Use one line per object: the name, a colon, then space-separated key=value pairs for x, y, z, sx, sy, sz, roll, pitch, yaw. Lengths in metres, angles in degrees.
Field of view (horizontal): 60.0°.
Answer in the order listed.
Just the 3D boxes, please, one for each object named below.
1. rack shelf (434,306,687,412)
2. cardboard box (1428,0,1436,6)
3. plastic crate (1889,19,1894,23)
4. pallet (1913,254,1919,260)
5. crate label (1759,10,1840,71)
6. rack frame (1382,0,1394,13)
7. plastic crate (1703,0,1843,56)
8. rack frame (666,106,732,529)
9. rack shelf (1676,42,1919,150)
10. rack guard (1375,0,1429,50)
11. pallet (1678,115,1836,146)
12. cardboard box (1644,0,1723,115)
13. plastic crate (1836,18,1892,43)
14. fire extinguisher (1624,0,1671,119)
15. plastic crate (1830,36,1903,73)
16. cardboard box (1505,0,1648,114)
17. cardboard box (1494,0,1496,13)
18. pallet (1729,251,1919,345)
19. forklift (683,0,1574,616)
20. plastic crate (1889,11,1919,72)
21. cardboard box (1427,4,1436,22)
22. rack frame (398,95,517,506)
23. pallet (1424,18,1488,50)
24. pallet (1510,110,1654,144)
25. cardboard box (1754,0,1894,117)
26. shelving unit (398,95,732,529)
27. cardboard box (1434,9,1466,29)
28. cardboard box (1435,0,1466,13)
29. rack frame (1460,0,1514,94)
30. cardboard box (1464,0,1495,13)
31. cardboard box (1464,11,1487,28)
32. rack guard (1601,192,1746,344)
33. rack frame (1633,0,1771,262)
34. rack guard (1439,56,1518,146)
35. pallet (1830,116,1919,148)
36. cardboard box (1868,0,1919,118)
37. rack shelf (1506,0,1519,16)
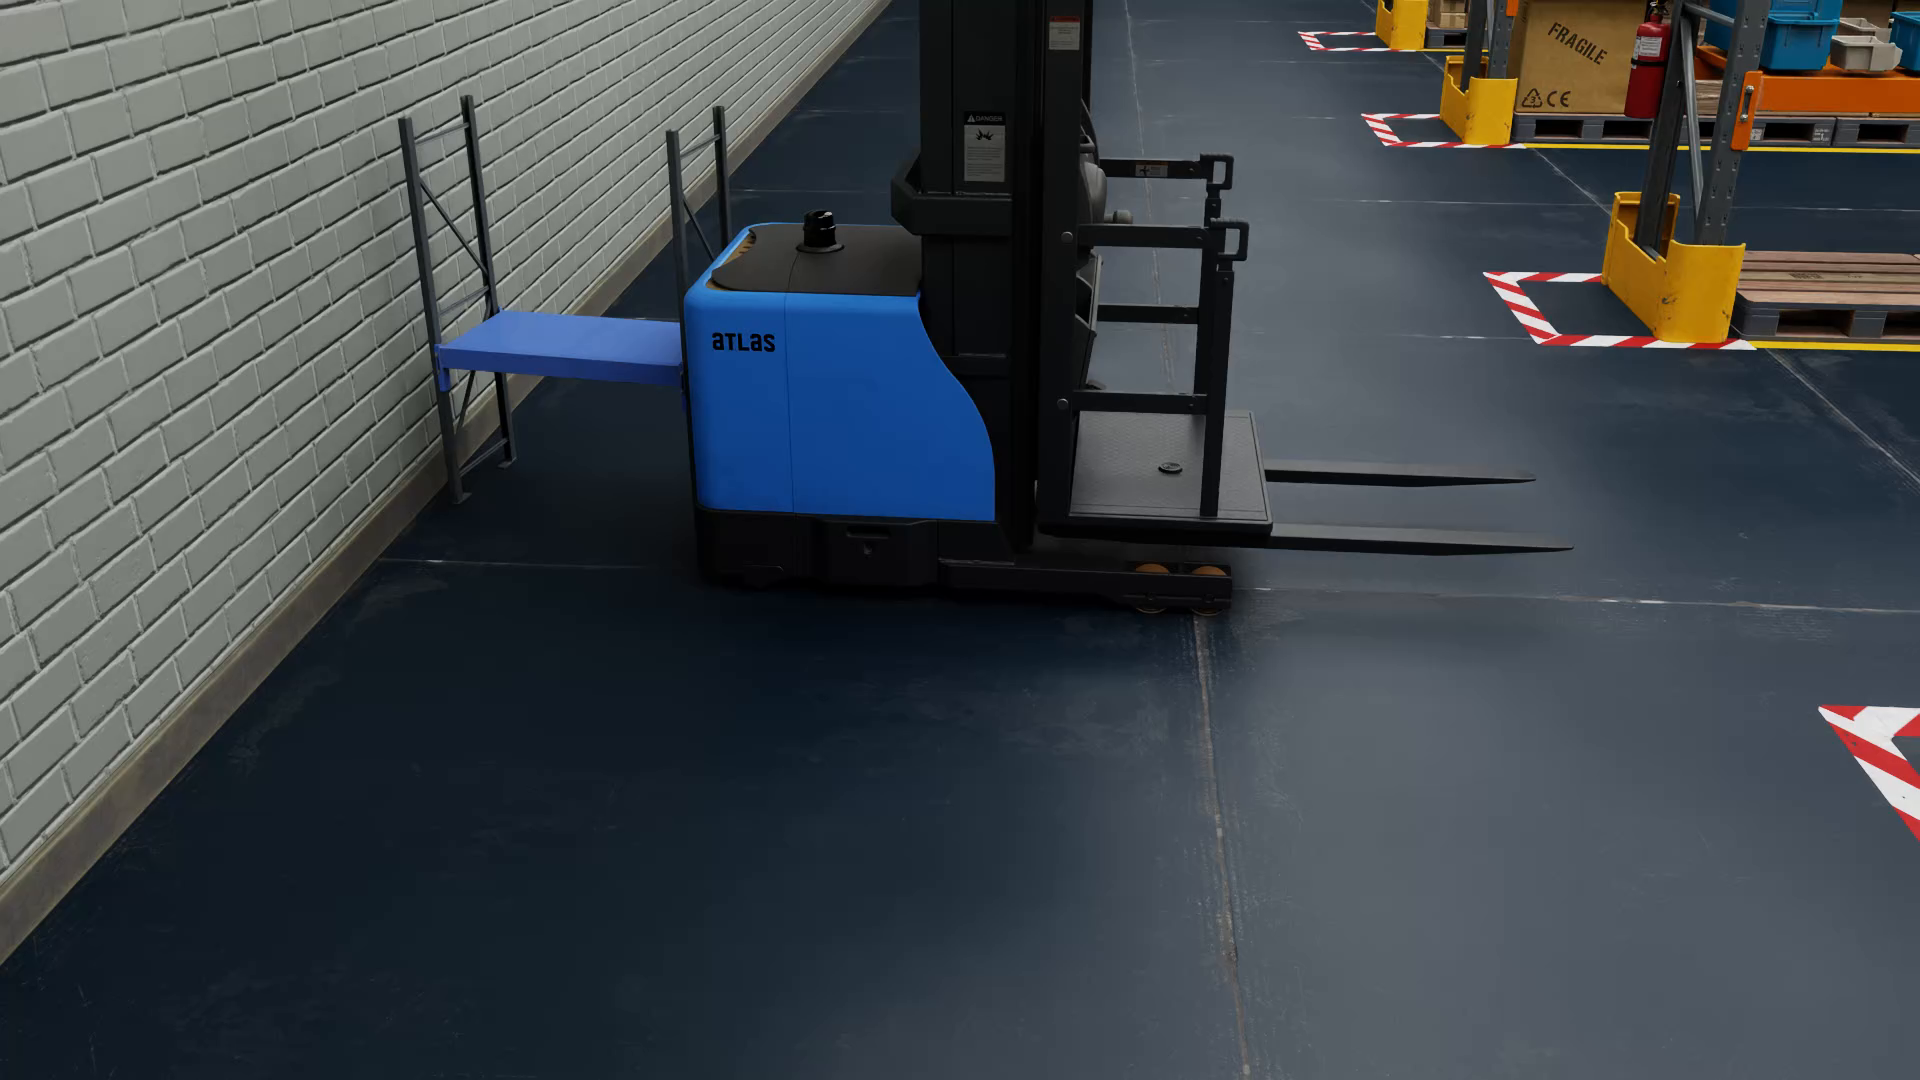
rack shelf: x=-1.438 y=-0.709 z=6.426 sx=1.000 sy=0.185 sz=0.538 roll=5 pitch=25 yaw=12
cardboard box: x=5.196 y=-5.867 z=17.965 sx=0.250 sy=0.149 sz=0.380 roll=1 pitch=25 yaw=3
plastic crate: x=4.904 y=-2.548 z=8.442 sx=0.243 sy=0.136 sz=0.396 roll=2 pitch=25 yaw=4
pallet: x=5.821 y=-1.257 z=8.728 sx=1.213 sy=0.211 sz=1.003 roll=2 pitch=25 yaw=4
crate label: x=4.010 y=-2.412 z=8.032 sx=0.303 sy=0.233 sz=0.416 roll=2 pitch=25 yaw=4
rack frame: x=4.648 y=-6.734 z=17.297 sx=0.127 sy=3.000 sz=1.000 roll=2 pitch=25 yaw=4
plastic crate: x=4.137 y=-2.716 z=8.451 sx=0.499 sy=0.435 sz=0.616 roll=2 pitch=25 yaw=4
rack frame: x=-0.942 y=-0.825 z=6.248 sx=0.032 sy=1.500 sz=0.500 roll=5 pitch=25 yaw=12
rack shelf: x=5.783 y=-2.215 z=8.336 sx=4.000 sy=0.370 sz=1.077 roll=2 pitch=25 yaw=4
rack guard: x=4.724 y=-5.596 z=17.814 sx=0.348 sy=0.500 sz=1.175 roll=2 pitch=25 yaw=4
pallet: x=6.184 y=-3.370 z=13.322 sx=1.213 sy=0.211 sz=1.003 roll=2 pitch=25 yaw=4
cardboard box: x=5.719 y=-3.880 z=13.132 sx=0.875 sy=0.875 sz=0.875 roll=2 pitch=25 yaw=4
plastic crate: x=4.616 y=-2.563 z=8.475 sx=0.243 sy=0.136 sz=0.396 roll=2 pitch=25 yaw=4
fire extinguisher: x=3.673 y=-2.596 z=8.841 sx=0.183 sy=0.674 sz=0.296 roll=2 pitch=25 yaw=4
plastic crate: x=4.323 y=-2.324 z=7.955 sx=0.298 sy=0.136 sz=0.250 roll=2 pitch=25 yaw=4
cardboard box: x=4.812 y=-3.909 z=13.196 sx=0.875 sy=0.875 sz=0.875 roll=2 pitch=25 yaw=4
cardboard box: x=5.671 y=-5.638 z=17.467 sx=0.250 sy=0.149 sz=0.380 roll=2 pitch=25 yaw=5
pallet: x=4.608 y=-1.297 z=8.815 sx=1.213 sy=0.211 sz=1.003 roll=2 pitch=25 yaw=4
forklift: x=0.619 y=-1.305 z=5.580 sx=3.031 sy=2.935 sz=1.130 roll=2 pitch=25 yaw=5
plastic crate: x=4.666 y=-2.391 z=7.986 sx=0.300 sy=0.233 sz=0.416 roll=2 pitch=25 yaw=4
cardboard box: x=5.189 y=-5.700 z=17.957 sx=0.250 sy=0.149 sz=0.380 roll=2 pitch=25 yaw=5
rack frame: x=-1.933 y=-0.920 z=6.455 sx=0.032 sy=1.500 sz=0.500 roll=5 pitch=25 yaw=12
pallet: x=5.531 y=-5.424 z=17.786 sx=1.213 sy=0.211 sz=1.003 roll=2 pitch=25 yaw=4
pallet: x=4.971 y=-3.410 z=13.409 sx=1.213 sy=0.211 sz=1.003 roll=2 pitch=25 yaw=4
cardboard box: x=6.607 y=-3.851 z=13.070 sx=0.875 sy=0.875 sz=0.875 roll=2 pitch=25 yaw=4
shelving unit: x=-1.438 y=-0.872 z=6.351 sx=1.048 sy=1.500 sz=0.538 roll=5 pitch=25 yaw=12
cardboard box: x=5.146 y=-5.480 z=17.479 sx=0.250 sy=0.149 sz=0.380 roll=2 pitch=25 yaw=5
cardboard box: x=5.151 y=-5.641 z=17.474 sx=0.250 sy=0.149 sz=0.380 roll=3 pitch=25 yaw=6
rack frame: x=4.168 y=-4.670 z=12.811 sx=0.127 sy=3.000 sz=1.000 roll=2 pitch=25 yaw=4
cardboard box: x=5.420 y=-5.609 z=17.404 sx=0.250 sy=0.149 sz=0.380 roll=2 pitch=25 yaw=4
cardboard box: x=5.414 y=-5.506 z=17.535 sx=0.250 sy=0.149 sz=0.380 roll=2 pitch=25 yaw=4
rack guard: x=3.764 y=-1.466 z=8.837 sx=0.348 sy=0.500 sz=1.175 roll=2 pitch=25 yaw=4
rack frame: x=3.789 y=-2.606 z=8.325 sx=0.127 sy=3.000 sz=1.000 roll=2 pitch=25 yaw=4
rack guard: x=4.144 y=-3.536 z=13.335 sx=0.348 sy=0.500 sz=1.175 roll=2 pitch=25 yaw=4
pallet: x=7.404 y=-3.332 z=13.240 sx=1.213 sy=0.211 sz=1.003 roll=2 pitch=25 yaw=4
cardboard box: x=7.504 y=-3.822 z=13.008 sx=0.875 sy=0.875 sz=0.875 roll=2 pitch=25 yaw=4
rack shelf: x=6.162 y=-4.279 z=12.823 sx=4.000 sy=0.370 sz=1.077 roll=2 pitch=25 yaw=4
